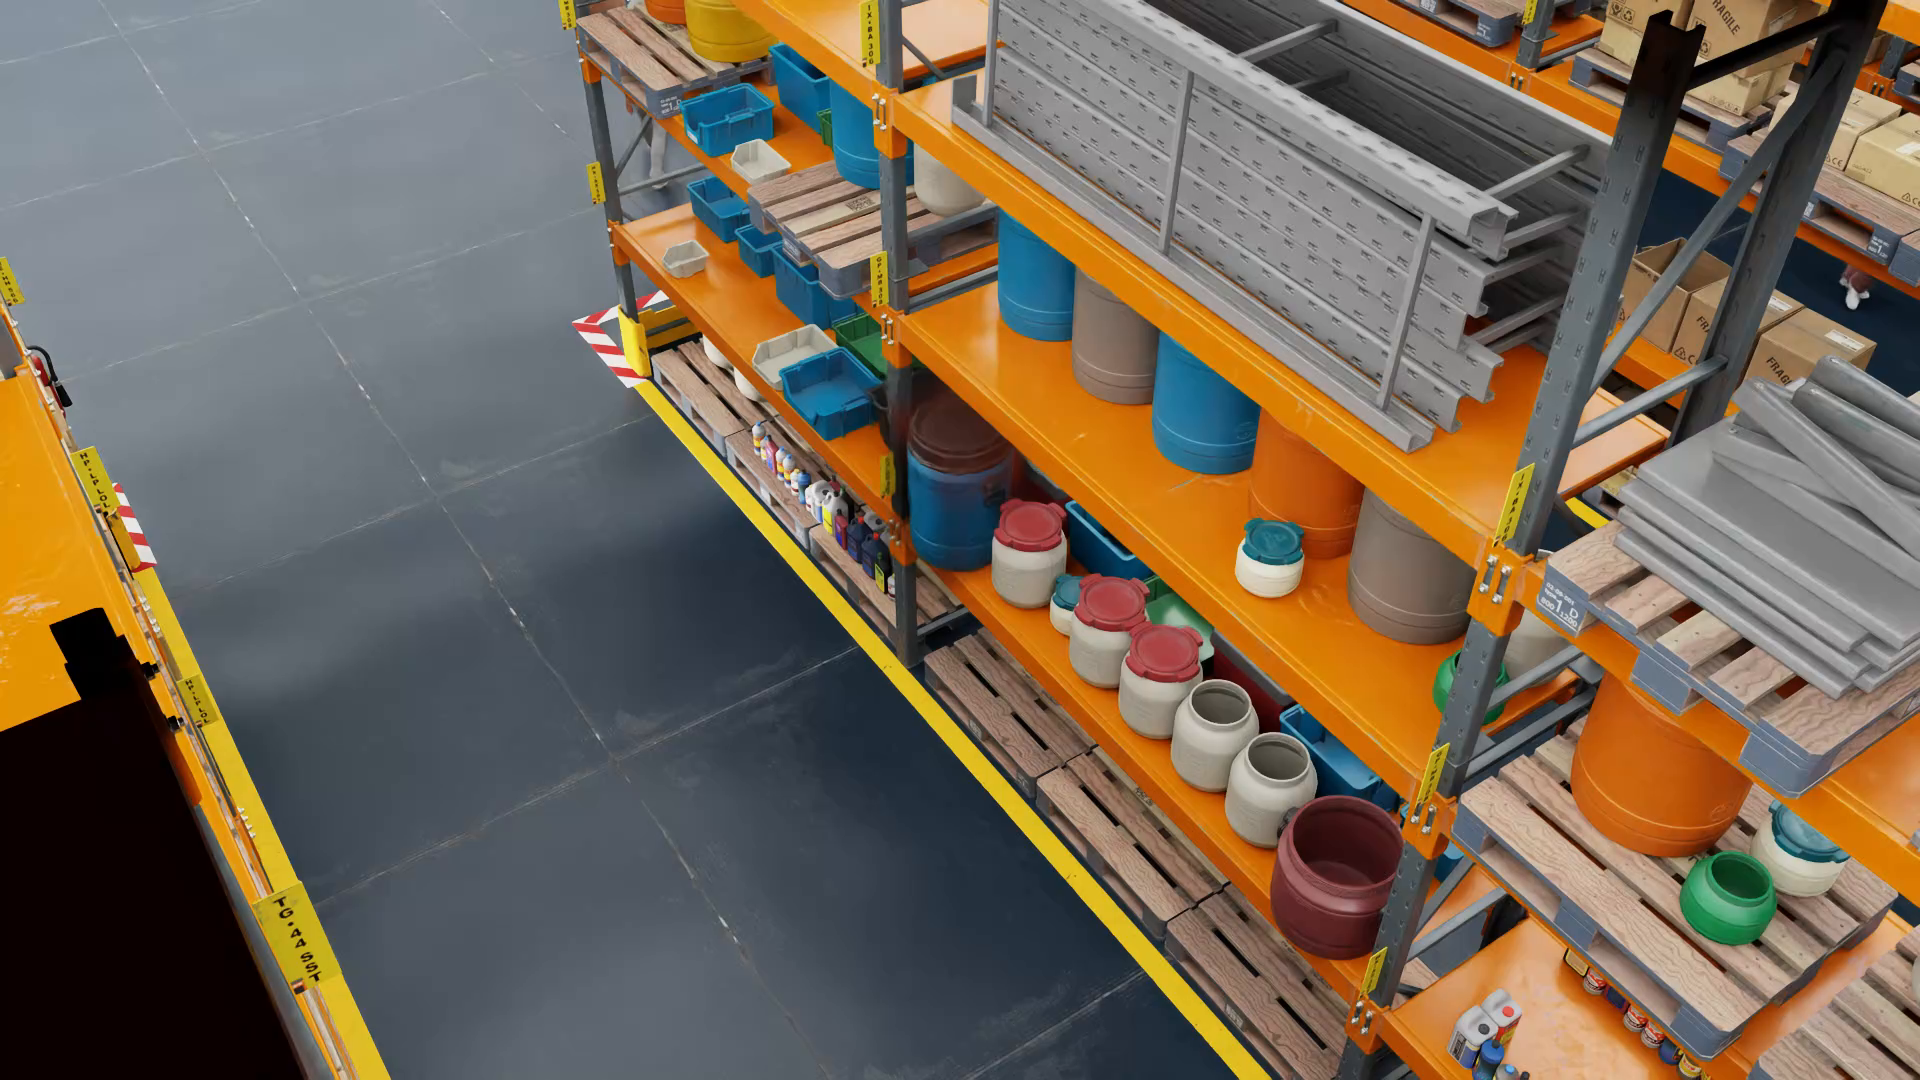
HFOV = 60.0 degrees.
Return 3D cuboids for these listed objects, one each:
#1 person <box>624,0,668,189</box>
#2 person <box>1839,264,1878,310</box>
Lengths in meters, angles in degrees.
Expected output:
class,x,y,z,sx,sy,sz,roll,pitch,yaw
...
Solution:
class,x,y,z,sx,sy,sz,roll,pitch,yaw
person,-2.794,-4.095,14.992,0.498,1.617,1.031,7,43,8
person,7.578,-2.640,13.390,0.476,1.656,0.516,-13,44,-14
